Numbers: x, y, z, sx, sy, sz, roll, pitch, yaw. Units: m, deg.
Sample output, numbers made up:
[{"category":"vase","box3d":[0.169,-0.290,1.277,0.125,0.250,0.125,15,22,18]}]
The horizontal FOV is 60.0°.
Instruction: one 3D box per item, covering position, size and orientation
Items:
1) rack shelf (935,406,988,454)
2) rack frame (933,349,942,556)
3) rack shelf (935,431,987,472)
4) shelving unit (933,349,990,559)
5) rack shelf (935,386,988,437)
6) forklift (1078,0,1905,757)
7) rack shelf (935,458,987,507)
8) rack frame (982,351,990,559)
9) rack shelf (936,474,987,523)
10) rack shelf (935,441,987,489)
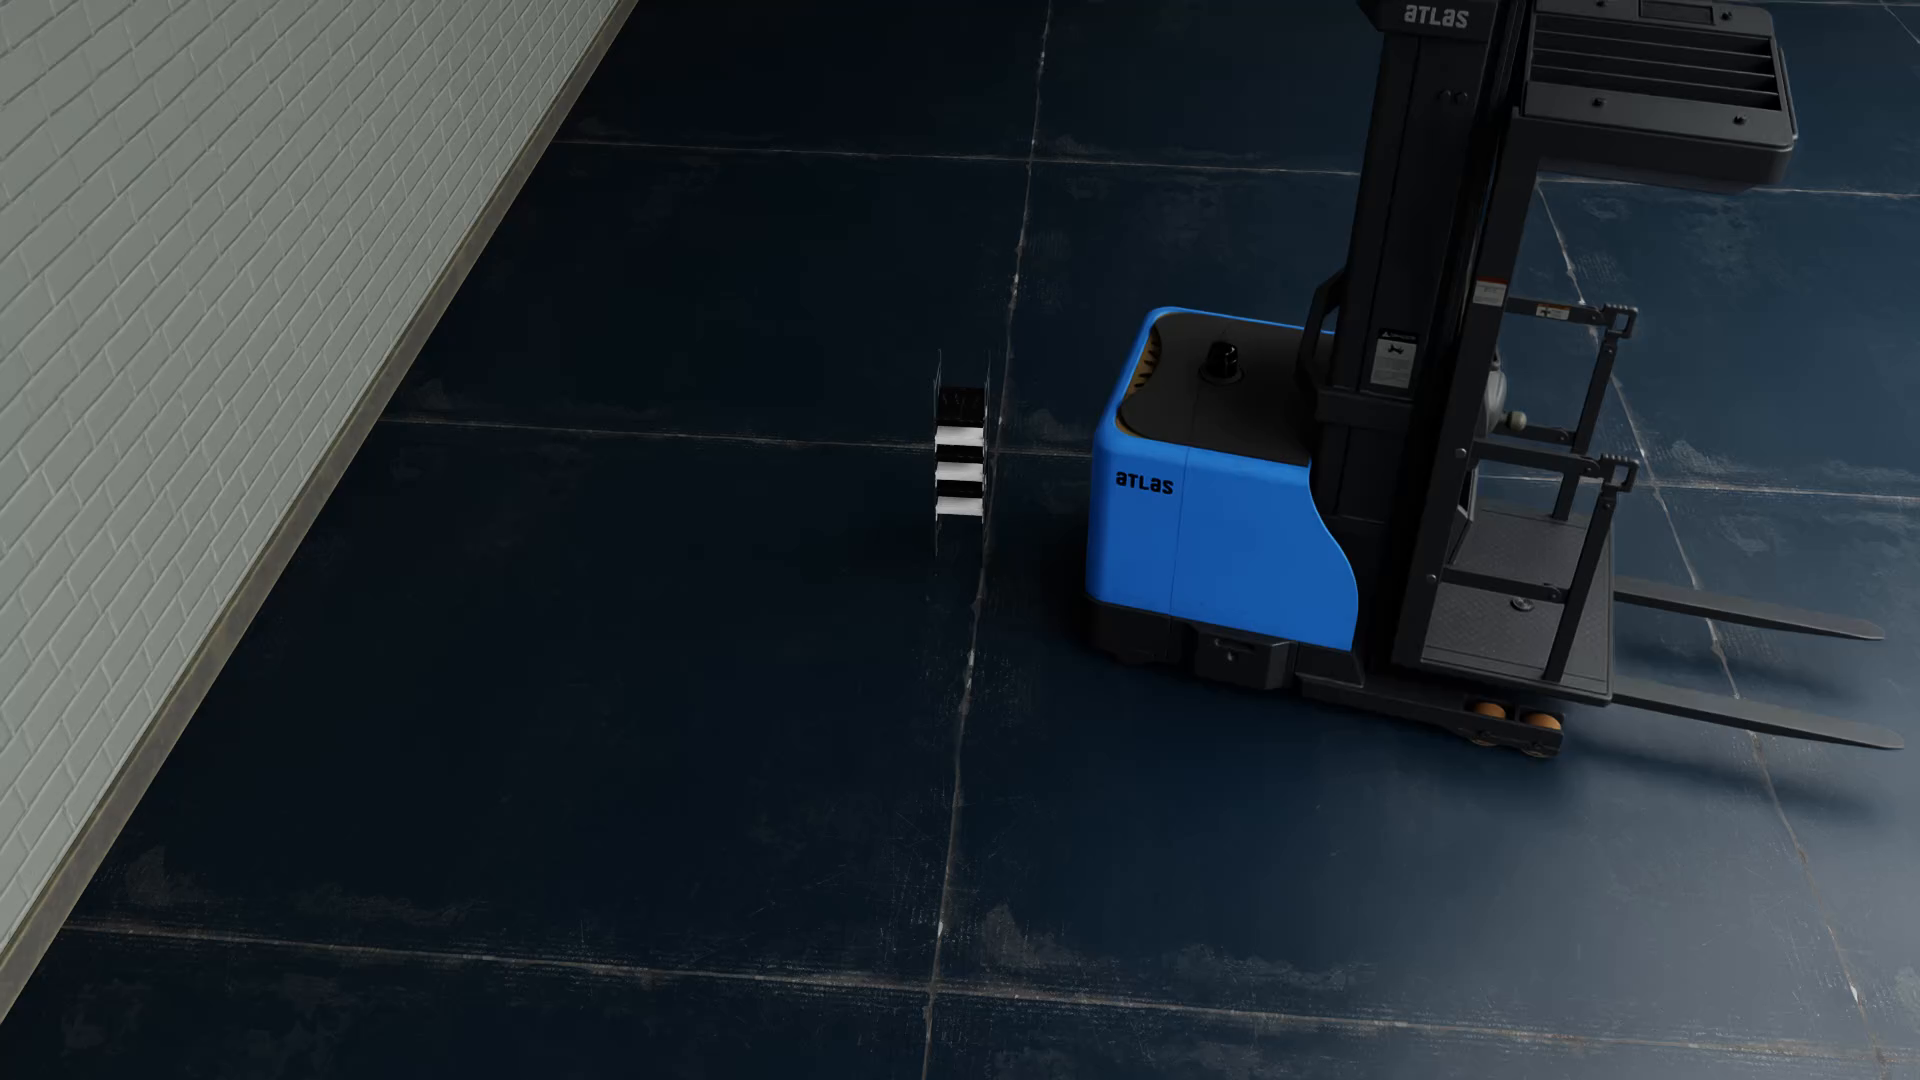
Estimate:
[{"category":"rack shelf","box3d":[0.008,-0.462,6.873,0.200,0.077,0.258,3,39,4]},{"category":"rack frame","box3d":[-0.093,-0.354,6.972,0.006,0.900,0.240,3,39,4]},{"category":"rack shelf","box3d":[0.008,-0.393,6.930,0.200,0.077,0.258,3,39,4]},{"category":"shelving unit","box3d":[0.008,-0.349,6.965,0.210,0.900,0.258,3,39,4]},{"category":"rack shelf","box3d":[0.008,-0.532,6.816,0.200,0.077,0.258,3,39,4]},{"category":"forklift","box3d":[2.050,-0.699,5.787,3.031,2.935,1.130,11,40,13]},{"category":"rack shelf","box3d":[0.008,-0.253,7.043,0.200,0.077,0.258,3,39,4]},{"category":"rack frame","box3d":[0.109,-0.343,6.959,0.006,0.900,0.240,3,39,4]},{"category":"rack shelf","box3d":[0.008,-0.183,7.100,0.200,0.077,0.258,3,39,4]},{"category":"rack shelf","box3d":[0.008,-0.323,6.986,0.200,0.077,0.258,3,39,4]}]
